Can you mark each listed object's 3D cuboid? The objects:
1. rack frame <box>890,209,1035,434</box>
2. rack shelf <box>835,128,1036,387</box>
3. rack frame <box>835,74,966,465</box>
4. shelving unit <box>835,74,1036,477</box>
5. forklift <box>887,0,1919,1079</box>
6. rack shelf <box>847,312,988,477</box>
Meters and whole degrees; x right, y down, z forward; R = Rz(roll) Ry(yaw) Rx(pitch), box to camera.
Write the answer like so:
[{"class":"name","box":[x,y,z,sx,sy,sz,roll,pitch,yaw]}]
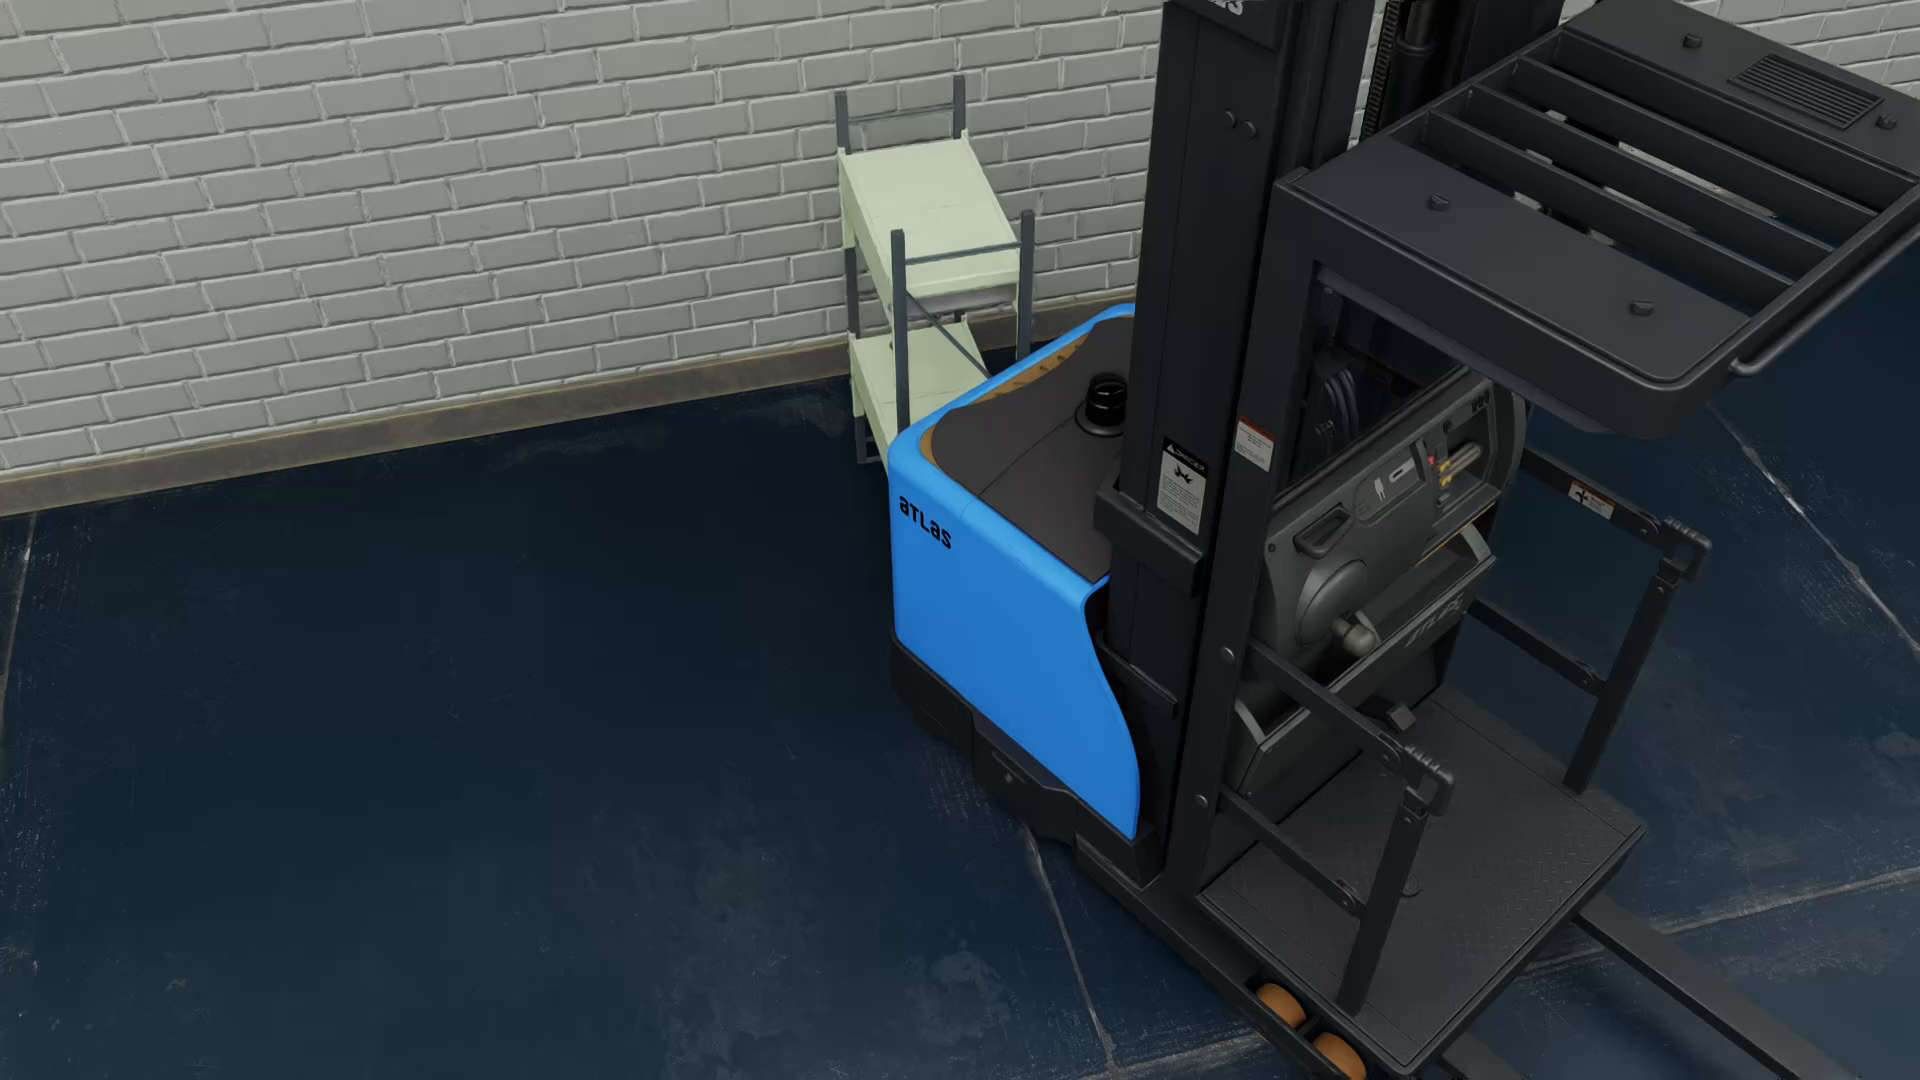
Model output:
[{"class":"rack frame","box":[0.009,-0.335,5.029,0.400,1.500,0.023,-11,47,-10]},{"class":"rack shelf","box":[-0.085,-0.861,4.997,0.431,0.370,0.720,-11,47,-10]},{"class":"rack frame","box":[-0.178,-0.841,5.524,0.400,1.500,0.023,-11,47,-10]},{"class":"shelving unit","box":[-0.085,-0.588,5.276,0.431,1.500,0.755,-11,47,-10]},{"class":"forklift","box":[1.148,0.002,3.695,1.130,2.935,3.031,-33,54,-28]},{"class":"rack shelf","box":[-0.085,-0.360,5.509,0.431,0.370,0.720,-11,47,-10]}]
